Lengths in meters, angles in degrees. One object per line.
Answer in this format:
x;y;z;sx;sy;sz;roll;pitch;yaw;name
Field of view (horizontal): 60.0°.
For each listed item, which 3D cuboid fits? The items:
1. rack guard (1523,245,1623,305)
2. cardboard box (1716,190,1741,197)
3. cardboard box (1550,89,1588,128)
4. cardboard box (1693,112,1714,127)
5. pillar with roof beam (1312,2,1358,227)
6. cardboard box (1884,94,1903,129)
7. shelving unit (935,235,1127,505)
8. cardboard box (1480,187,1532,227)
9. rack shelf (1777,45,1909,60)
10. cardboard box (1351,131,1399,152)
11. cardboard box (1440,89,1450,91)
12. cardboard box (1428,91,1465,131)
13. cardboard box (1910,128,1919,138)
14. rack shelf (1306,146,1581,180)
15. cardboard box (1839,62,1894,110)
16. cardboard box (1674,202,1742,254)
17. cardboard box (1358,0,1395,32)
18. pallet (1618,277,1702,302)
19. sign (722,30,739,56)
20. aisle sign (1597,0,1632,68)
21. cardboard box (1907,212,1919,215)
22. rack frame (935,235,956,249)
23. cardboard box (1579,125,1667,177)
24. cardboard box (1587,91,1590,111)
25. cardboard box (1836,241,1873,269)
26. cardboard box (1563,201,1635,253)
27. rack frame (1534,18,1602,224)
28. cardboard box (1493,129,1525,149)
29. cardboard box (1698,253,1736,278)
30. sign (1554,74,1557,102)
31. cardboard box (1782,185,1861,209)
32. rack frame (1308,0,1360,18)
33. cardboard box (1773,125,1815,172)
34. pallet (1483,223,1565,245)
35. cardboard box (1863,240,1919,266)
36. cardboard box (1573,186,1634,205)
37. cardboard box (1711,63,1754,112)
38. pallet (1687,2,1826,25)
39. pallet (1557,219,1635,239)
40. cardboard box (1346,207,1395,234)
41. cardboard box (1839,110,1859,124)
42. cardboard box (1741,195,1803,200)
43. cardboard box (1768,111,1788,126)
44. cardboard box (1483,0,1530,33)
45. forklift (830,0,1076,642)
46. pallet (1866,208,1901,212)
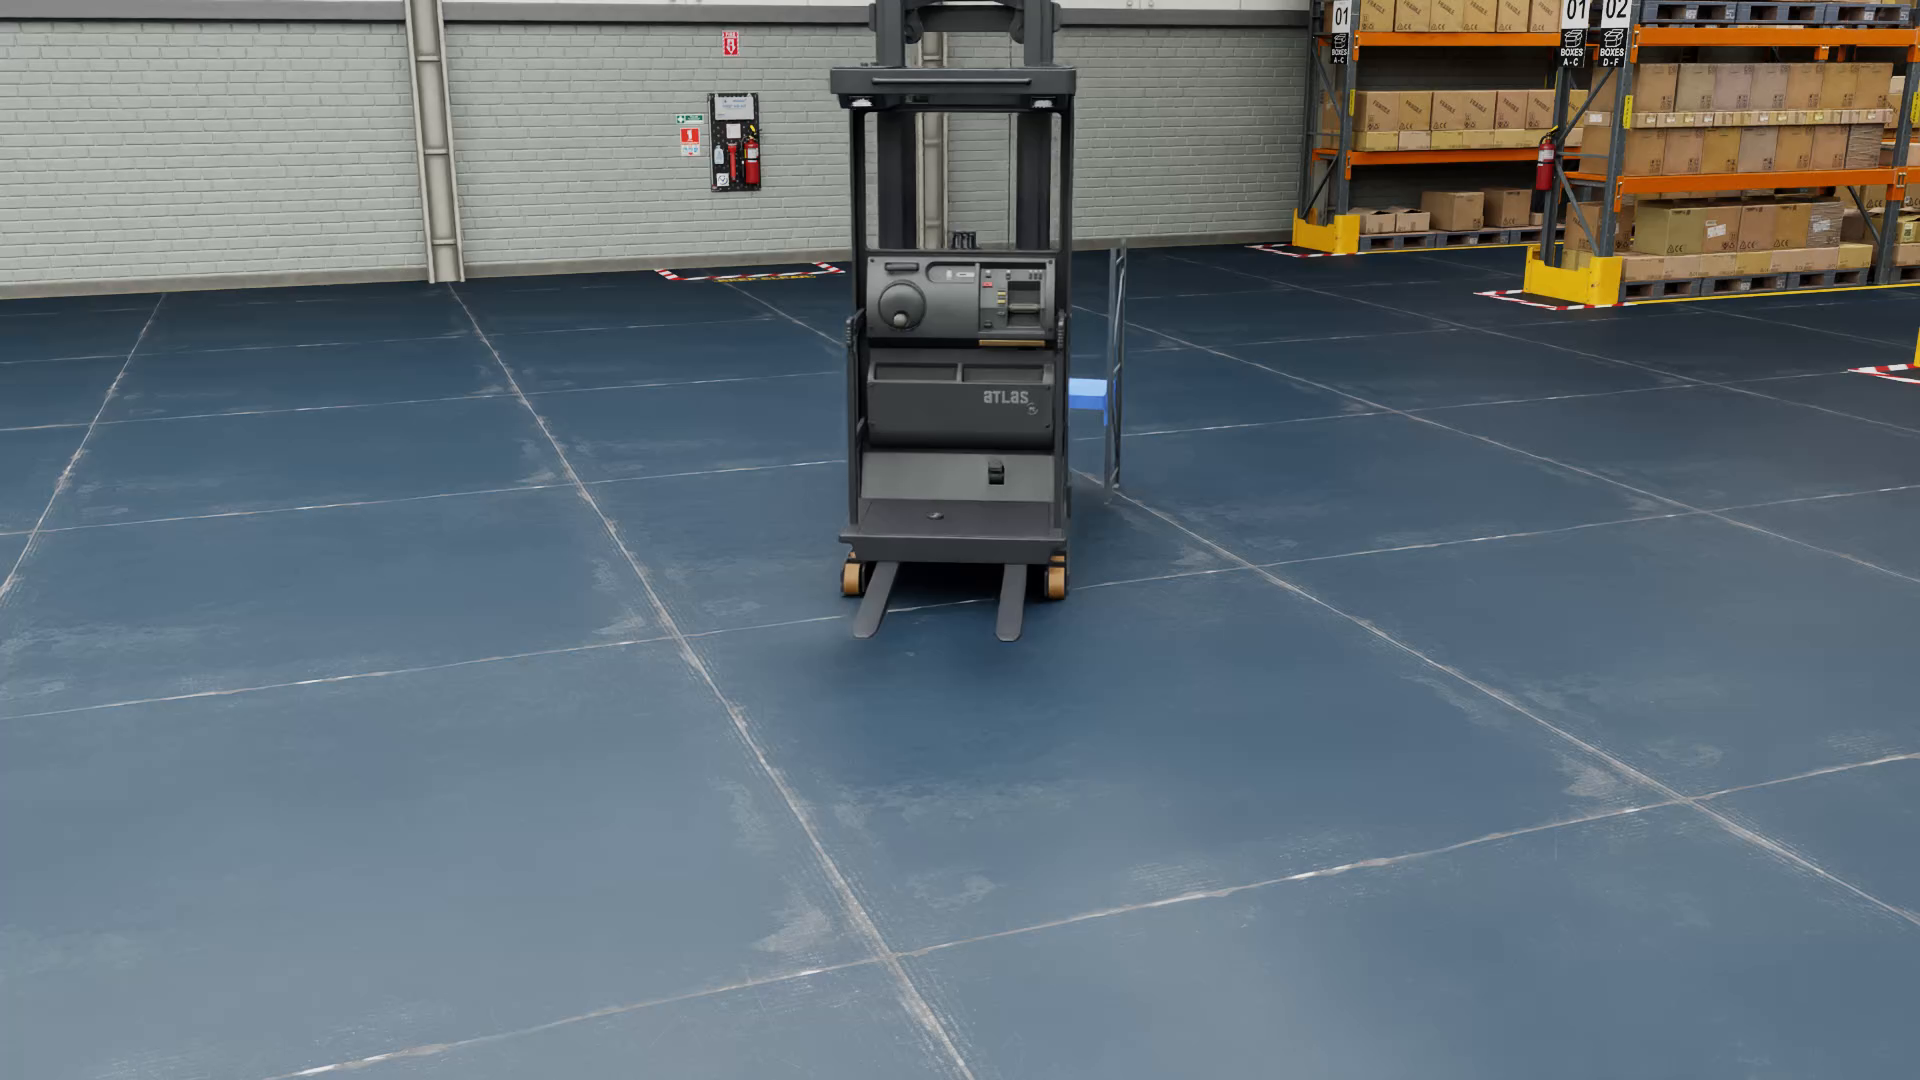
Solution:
6.621;-2.875;18.001;0.348;0.500;1.175;-6;17;-20;rack guard
11.161;-5.090;24.764;0.500;0.500;0.700;-6;17;-20;cardboard box
8.271;-5.951;22.941;0.500;0.500;0.500;-6;17;-20;cardboard box
7.802;-4.496;17.756;0.250;0.149;0.380;-6;18;-21;cardboard box
6.752;-7.424;18.407;0.400;9.000;9.100;-6;17;-20;pillar with roof beam
13.839;-6.468;25.060;0.500;0.500;0.500;-6;17;-20;cardboard box
0.422;-1.027;9.933;1.048;1.500;0.538;4;17;12;shelving unit
7.647;-4.680;23.366;0.500;0.500;0.500;-8;18;-24;cardboard box
14.205;-7.482;25.206;4.000;0.370;1.077;-6;17;-20;rack shelf
5.436;-5.283;21.996;0.500;0.250;0.500;-7;18;-22;cardboard box
6.656;-5.933;22.877;0.500;0.500;0.500;-6;17;-19;cardboard box
6.370;-5.744;22.234;0.500;0.500;0.500;-7;18;-22;cardboard box
14.404;-6.230;25.399;0.250;0.149;0.380;-6;17;-18;cardboard box
6.735;-5.236;22.882;4.000;0.370;1.077;-6;17;-20;rack shelf
9.966;-5.104;18.676;0.500;0.500;0.700;-6;17;-20;cardboard box
8.152;-3.419;18.221;0.500;0.500;0.500;-6;17;-20;cardboard box
5.269;-6.844;21.545;0.500;0.500;0.500;-6;17;-19;cardboard box
7.342;-2.827;18.350;1.213;0.211;1.003;-6;17;-20;pallet
-2.756;-5.971;19.995;0.199;0.298;0.001;-6;17;-20;sign
6.691;-5.237;16.994;0.004;0.787;0.394;-6;17;-20;aisle sign
11.323;-3.657;19.366;0.500;0.311;0.500;-6;18;-21;cardboard box
-0.074;-1.058;10.039;0.032;1.500;0.500;4;17;12;rack frame
7.084;-4.168;17.792;0.500;0.500;0.700;-6;17;-20;cardboard box
9.090;-6.084;23.536;0.500;0.500;0.700;-6;17;-20;cardboard box
10.023;-3.258;19.004;0.500;0.250;0.500;-6;17;-20;cardboard box
7.037;-3.451;18.331;0.500;0.500;0.500;-6;17;-20;cardboard box
8.602;-5.783;23.468;0.127;3.000;1.000;-6;17;-20;rack frame
7.336;-5.490;22.701;0.500;0.250;0.500;-6;17;-20;cardboard box
8.156;-3.056;18.316;0.500;0.250;0.500;-6;17;-20;cardboard box
6.462;-4.890;17.952;0.005;0.325;0.100;-6;17;-20;sign
13.071;-5.396;25.219;0.750;0.750;0.750;-6;18;-21;cardboard box
4.867;-8.258;21.249;0.127;3.000;1.000;-6;17;-20;rack frame
9.006;-4.377;18.503;0.500;0.500;0.700;-6;17;-19;cardboard box
7.988;-4.368;23.598;1.213;0.211;1.003;-6;17;-20;pallet
10.844;-3.338;19.275;0.500;0.250;0.500;-7;18;-21;cardboard box
9.284;-4.873;24.025;0.500;0.500;0.700;-6;17;-18;cardboard box
8.093;-4.902;17.987;0.500;0.500;0.700;-6;17;-20;cardboard box
8.454;-5.662;17.889;1.213;0.211;1.003;-6;17;-20;pallet
9.329;-4.524;24.129;1.213;0.211;1.003;-6;17;-20;pallet
5.545;-4.347;22.568;0.500;0.311;0.500;-8;18;-26;cardboard box
9.726;-4.704;18.464;0.250;0.149;0.380;-7;18;-22;cardboard box
9.369;-3.705;19.196;0.500;0.500;0.500;-6;17;-20;cardboard box
8.768;-4.600;18.111;0.250;0.149;0.380;-6;17;-18;cardboard box
7.238;-7.050;22.247;0.500;0.500;0.500;-7;18;-22;cardboard box
-0.008;-1.208;8.009;1.130;2.935;3.031;1;16;4;forklift
14.238;-5.030;25.852;1.213;0.211;1.003;-6;17;-20;pallet
